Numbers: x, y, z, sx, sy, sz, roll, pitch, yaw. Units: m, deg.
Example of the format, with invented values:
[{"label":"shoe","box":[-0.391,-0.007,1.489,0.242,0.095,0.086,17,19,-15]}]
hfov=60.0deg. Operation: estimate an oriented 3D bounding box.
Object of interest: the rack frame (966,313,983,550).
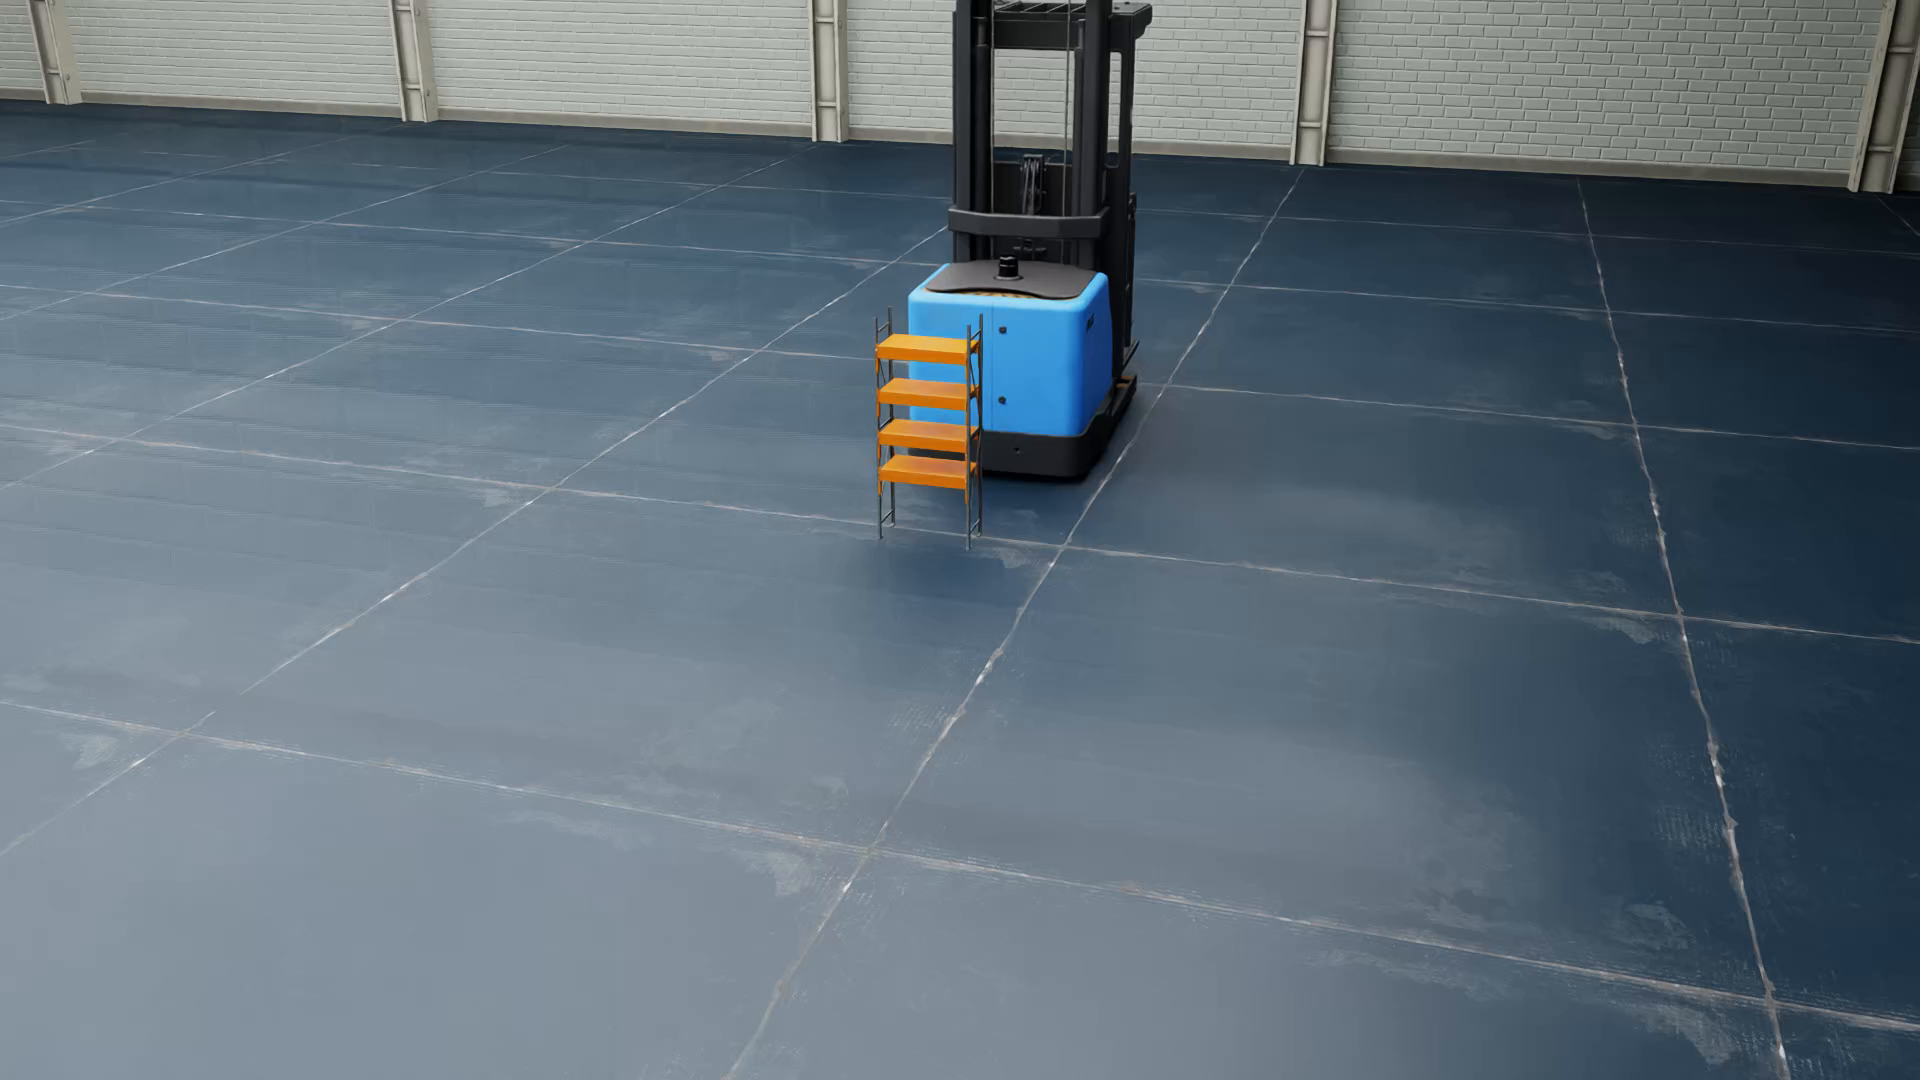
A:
[{"label":"rack frame","box":[0.075,-0.547,8.521,0.015,1.200,0.240,7,23,16]}]

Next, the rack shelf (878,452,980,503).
[{"label":"rack shelf","box":[-0.158,-0.327,8.687,0.480,0.148,0.258,7,23,16]}]

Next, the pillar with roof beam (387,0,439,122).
[{"label":"pillar with roof beam","box":[-8.632,-8.357,17.286,0.400,9.000,9.100,7,23,16]}]

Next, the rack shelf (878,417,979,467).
[{"label":"rack shelf","box":[-0.158,-0.511,8.612,0.480,0.148,0.258,7,23,16]}]

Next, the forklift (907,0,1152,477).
[{"label":"forklift","box":[0.555,-2.244,10.379,1.130,2.935,3.031,6,23,13]}]

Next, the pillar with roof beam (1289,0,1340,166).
[{"label":"pillar with roof beam","box":[2.856,-7.042,14.079,0.400,9.000,9.100,7,23,16]}]

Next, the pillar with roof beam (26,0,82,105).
[{"label":"pillar with roof beam","box":[-14.376,-9.015,18.889,0.400,9.000,9.100,7,23,16]}]

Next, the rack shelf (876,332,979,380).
[{"label":"rack shelf","box":[-0.158,-0.937,8.437,0.480,0.148,0.258,7,23,16]}]

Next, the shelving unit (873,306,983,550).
[{"label":"shelving unit","box":[-0.158,-0.573,8.587,0.503,1.200,0.258,7,23,16]}]

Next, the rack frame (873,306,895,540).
[{"label":"rack frame","box":[-0.392,-0.600,8.652,0.015,1.200,0.240,7,23,16]}]

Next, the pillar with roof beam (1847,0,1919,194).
[{"label":"pillar with roof beam","box":[8.601,-6.384,12.475,0.400,9.000,9.100,7,23,16]}]

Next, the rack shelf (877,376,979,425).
[{"label":"rack shelf","box":[-0.158,-0.718,8.527,0.480,0.148,0.258,7,23,16]}]

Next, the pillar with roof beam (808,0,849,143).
[{"label":"pillar with roof beam","box":[-2.888,-7.699,15.682,0.400,9.000,9.100,7,23,16]}]
